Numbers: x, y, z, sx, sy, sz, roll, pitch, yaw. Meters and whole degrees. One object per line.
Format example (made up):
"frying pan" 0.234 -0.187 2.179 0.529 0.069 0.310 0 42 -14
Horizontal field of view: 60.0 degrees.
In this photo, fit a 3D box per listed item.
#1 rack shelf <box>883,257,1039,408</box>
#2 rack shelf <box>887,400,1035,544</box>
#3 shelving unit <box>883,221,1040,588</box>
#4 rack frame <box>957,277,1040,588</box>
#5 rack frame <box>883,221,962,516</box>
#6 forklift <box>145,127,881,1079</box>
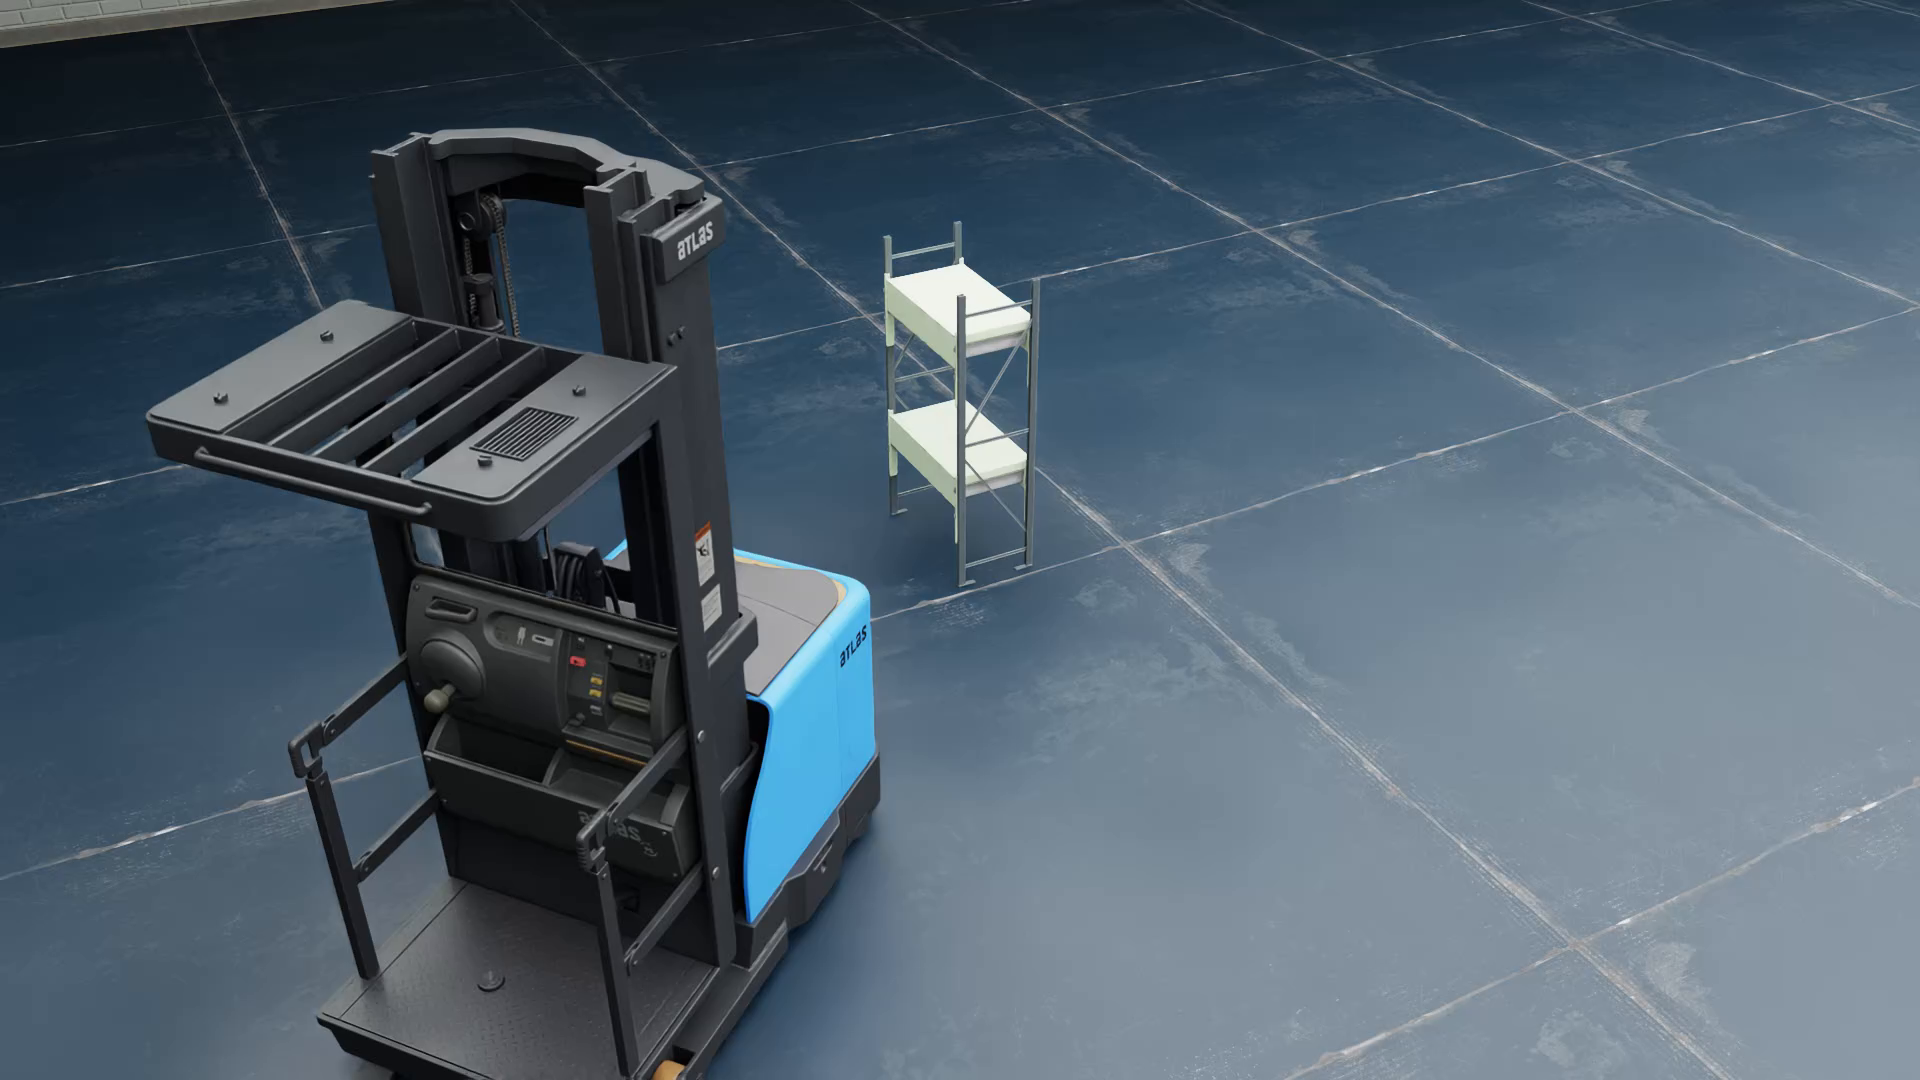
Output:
"rack shelf" -0.003 -0.963 7.640 0.431 0.370 0.720 -16 36 -23
"rack shelf" -0.003 -0.360 8.026 0.431 0.370 0.720 -16 36 -23
"shelving unit" -0.003 -0.635 7.850 0.431 1.500 0.755 -16 36 -23
"rack frame" 0.168 -0.460 7.578 0.400 1.500 0.023 -16 36 -23
"rack frame" -0.174 -0.809 8.123 0.400 1.500 0.023 -16 36 -23
"forklift" -1.356 0.446 4.837 1.130 2.935 3.031 13 35 19
